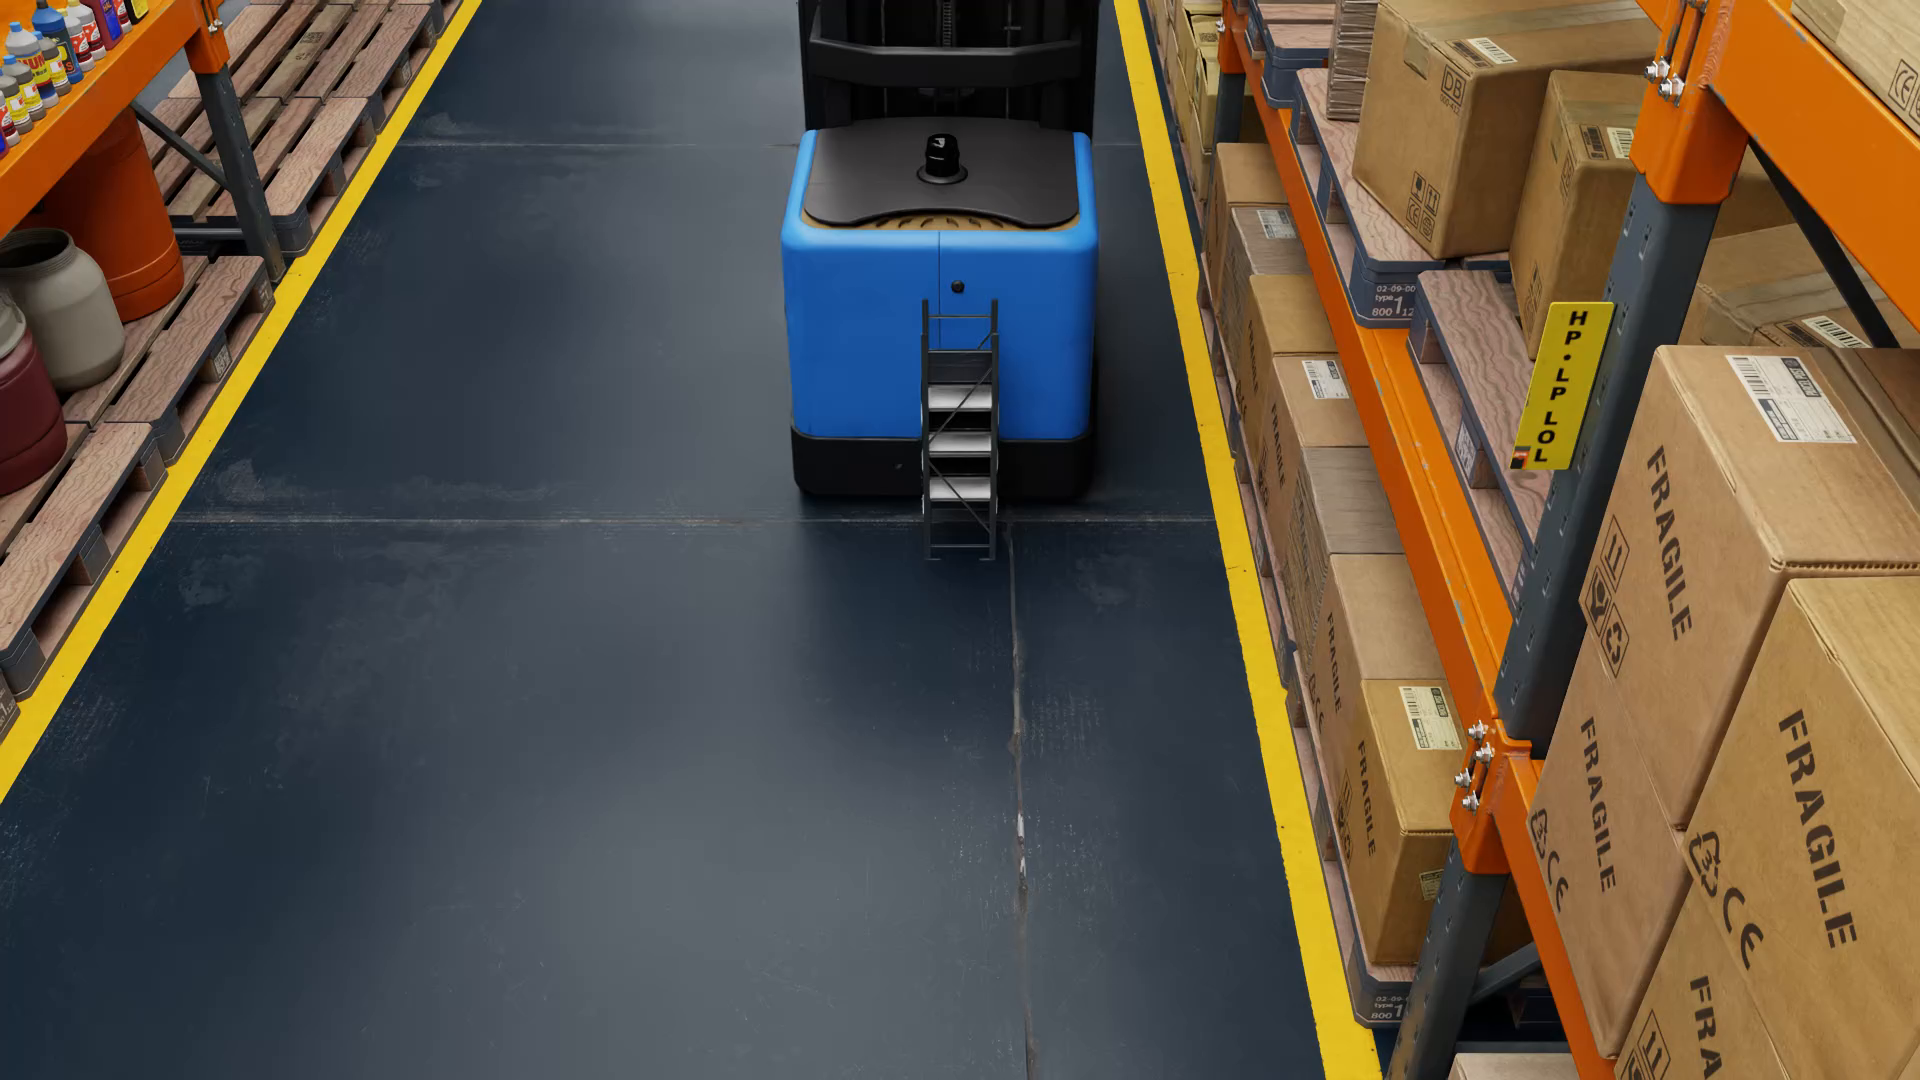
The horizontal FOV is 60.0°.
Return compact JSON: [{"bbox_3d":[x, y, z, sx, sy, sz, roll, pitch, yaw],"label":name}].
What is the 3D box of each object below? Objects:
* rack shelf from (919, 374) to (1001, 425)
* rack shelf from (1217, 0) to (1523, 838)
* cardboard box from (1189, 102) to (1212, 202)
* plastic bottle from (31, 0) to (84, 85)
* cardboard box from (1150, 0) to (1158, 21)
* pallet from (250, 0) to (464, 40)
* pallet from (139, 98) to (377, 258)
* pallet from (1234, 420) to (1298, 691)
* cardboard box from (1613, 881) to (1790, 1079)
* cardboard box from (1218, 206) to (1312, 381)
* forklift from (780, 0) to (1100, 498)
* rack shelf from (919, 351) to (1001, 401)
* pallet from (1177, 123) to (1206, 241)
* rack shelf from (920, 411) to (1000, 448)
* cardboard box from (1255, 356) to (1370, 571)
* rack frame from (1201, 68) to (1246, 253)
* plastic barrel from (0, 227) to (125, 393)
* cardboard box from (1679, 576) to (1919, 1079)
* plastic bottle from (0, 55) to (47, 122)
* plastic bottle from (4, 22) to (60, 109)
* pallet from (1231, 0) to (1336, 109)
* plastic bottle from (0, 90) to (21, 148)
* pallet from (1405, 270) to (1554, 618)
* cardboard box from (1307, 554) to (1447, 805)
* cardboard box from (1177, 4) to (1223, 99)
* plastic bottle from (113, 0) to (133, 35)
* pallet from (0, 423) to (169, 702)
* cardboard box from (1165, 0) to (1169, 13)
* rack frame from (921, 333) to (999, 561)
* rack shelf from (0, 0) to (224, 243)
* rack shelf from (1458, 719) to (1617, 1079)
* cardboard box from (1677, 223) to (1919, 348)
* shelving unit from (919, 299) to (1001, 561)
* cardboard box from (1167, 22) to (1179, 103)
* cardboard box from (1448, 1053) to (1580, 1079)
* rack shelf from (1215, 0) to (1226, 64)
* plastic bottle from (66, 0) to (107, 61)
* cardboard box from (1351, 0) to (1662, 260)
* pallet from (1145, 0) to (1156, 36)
[{"bbox_3d":[0.000,-0.461,5.371,0.258,0.077,0.200,0,39,0],"label":"rack shelf"},{"bbox_3d":[1.539,-0.769,4.887,1.077,0.370,4.000,0,39,0],"label":"rack shelf"},{"bbox_3d":[1.293,-1.721,7.361,0.500,0.250,0.500,1,39,1],"label":"cardboard box"},{"bbox_3d":[-3.007,-1.659,5.524,0.097,0.271,0.097,0,39,0],"label":"plastic bottle"},{"bbox_3d":[1.288,-2.997,8.954,0.500,0.250,0.500,-1,39,-1],"label":"cardboard box"},{"bbox_3d":[-3.381,-3.222,9.602,1.003,0.211,1.213,0,39,0],"label":"pallet"},{"bbox_3d":[-3.378,-1.696,7.697,1.003,0.211,1.213,0,39,0],"label":"pallet"},{"bbox_3d":[1.499,0.015,5.562,1.003,0.211,1.213,0,39,0],"label":"pallet"},{"bbox_3d":[1.274,0.801,2.272,0.500,0.500,0.500,1,39,1],"label":"cardboard box"},{"bbox_3d":[1.258,-0.885,6.103,0.500,0.500,0.500,-1,39,-2],"label":"cardboard box"},{"bbox_3d":[-0.036,-2.187,6.136,1.130,2.935,3.031,1,39,1],"label":"forklift"},{"bbox_3d":[0.000,-0.531,5.314,0.258,0.077,0.200,0,39,0],"label":"rack shelf"},{"bbox_3d":[1.575,-1.728,7.737,1.003,0.211,1.213,0,39,0],"label":"pallet"},{"bbox_3d":[0.000,-0.390,5.427,0.258,0.077,0.200,0,39,0],"label":"rack shelf"},{"bbox_3d":[1.259,-0.245,5.304,0.500,0.500,0.500,-1,39,-2],"label":"cardboard box"},{"bbox_3d":[1.537,-2.301,6.222,1.000,3.000,0.127,0,39,0],"label":"rack frame"},{"bbox_3d":[-3.309,-0.834,6.045,0.421,0.512,0.421,0,39,0],"label":"plastic barrel"},{"bbox_3d":[1.262,0.389,1.987,0.500,0.500,0.500,-1,39,-1],"label":"cardboard box"},{"bbox_3d":[-3.006,-1.449,5.318,0.097,0.201,0.097,0,39,0],"label":"plastic bottle"},{"bbox_3d":[-3.007,-1.537,5.372,0.097,0.271,0.097,0,39,0],"label":"plastic bottle"},{"bbox_3d":[1.608,-1.802,5.754,1.213,0.211,1.003,0,39,0],"label":"pallet"},{"bbox_3d":[-3.006,-1.327,5.166,0.097,0.201,0.097,0,39,0],"label":"plastic bottle"},{"bbox_3d":[1.650,-0.224,3.785,1.003,0.211,1.213,0,39,0],"label":"pallet"},{"bbox_3d":[1.262,0.387,4.516,0.500,0.500,0.500,0,39,0],"label":"cardboard box"},{"bbox_3d":[1.283,-2.263,7.590,0.500,0.311,0.500,-1,39,-1],"label":"cardboard box"},{"bbox_3d":[-3.007,-1.897,5.878,0.097,0.201,0.097,0,39,0],"label":"plastic bottle"},{"bbox_3d":[-3.375,0.043,5.528,1.003,0.211,1.213,0,39,0],"label":"pallet"},{"bbox_3d":[1.287,-2.892,8.375,0.500,0.311,0.500,1,39,1],"label":"cardboard box"},{"bbox_3d":[0.000,-0.282,5.383,0.240,0.900,0.006,0,39,0],"label":"rack frame"},{"bbox_3d":[-3.414,-0.768,4.885,1.077,0.370,4.000,0,39,0],"label":"rack shelf"},{"bbox_3d":[1.544,1.732,1.765,1.077,0.370,4.000,0,39,0],"label":"rack shelf"},{"bbox_3d":[1.765,-0.299,3.308,0.700,0.500,0.500,-13,40,-15],"label":"cardboard box"},{"bbox_3d":[0.000,-0.346,5.462,0.258,0.900,0.210,0,39,0],"label":"shelving unit"},{"bbox_3d":[1.291,-2.357,8.156,0.500,0.250,0.500,1,39,1],"label":"cardboard box"},{"bbox_3d":[1.326,1.341,3.477,0.500,0.311,0.500,0,39,0],"label":"cardboard box"},{"bbox_3d":[1.535,-3.271,8.008,1.077,0.370,4.000,0,39,0],"label":"rack shelf"},{"bbox_3d":[-3.007,-1.753,5.698,0.097,0.201,0.097,0,39,0],"label":"plastic bottle"},{"bbox_3d":[1.478,-1.107,4.317,0.700,0.500,0.500,-9,40,-11],"label":"cardboard box"},{"bbox_3d":[1.572,-3.253,9.641,1.003,0.211,1.213,0,39,0],"label":"pallet"}]
